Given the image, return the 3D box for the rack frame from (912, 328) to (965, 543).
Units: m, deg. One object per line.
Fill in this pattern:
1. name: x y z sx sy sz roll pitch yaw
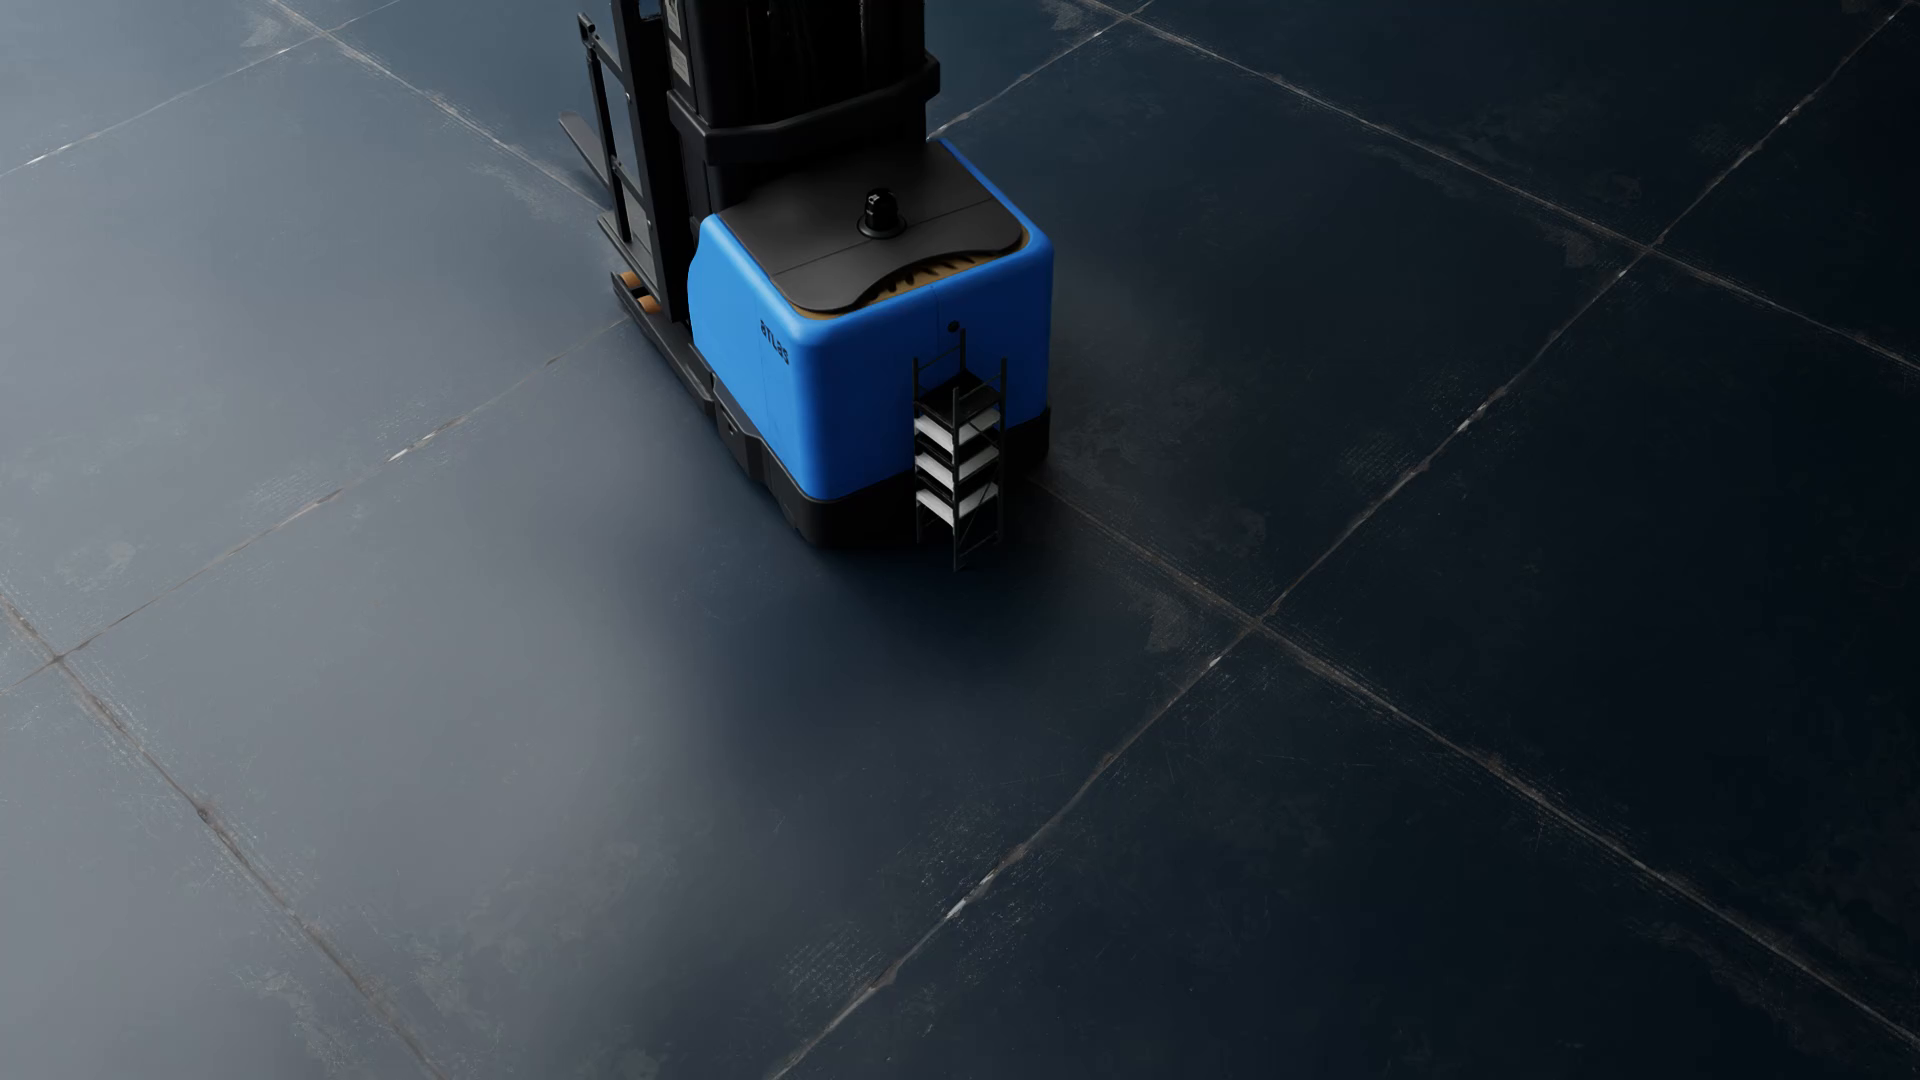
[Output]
1. rack frame: -0.071 -0.357 5.968 0.240 0.900 0.006 -34 56 -28

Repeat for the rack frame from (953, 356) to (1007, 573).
1. rack frame: 0.068 -0.249 5.866 0.240 0.900 0.006 -34 56 -28

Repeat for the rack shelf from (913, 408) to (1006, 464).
1. rack shelf: -0.001 -0.403 5.810 0.258 0.077 0.200 -34 56 -28

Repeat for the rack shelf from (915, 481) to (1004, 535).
1. rack shelf: -0.001 -0.157 6.072 0.258 0.077 0.200 -34 56 -28

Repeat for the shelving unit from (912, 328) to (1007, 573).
1. shelving unit: -0.001 -0.303 5.917 0.258 0.900 0.210 -34 56 -28

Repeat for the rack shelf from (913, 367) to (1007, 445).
1. rack shelf: -0.001 -0.465 5.744 0.258 0.077 0.200 -34 56 -28

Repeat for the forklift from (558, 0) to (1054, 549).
1. forklift: -0.838 -2.037 6.152 1.130 2.935 3.031 -23 51 -20

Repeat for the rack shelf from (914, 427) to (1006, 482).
1. rack shelf: -0.001 -0.342 5.875 0.258 0.077 0.200 -34 56 -28

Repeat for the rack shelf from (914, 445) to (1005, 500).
1. rack shelf: -0.001 -0.280 5.941 0.258 0.077 0.200 -34 56 -28

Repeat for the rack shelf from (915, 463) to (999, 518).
1. rack shelf: -0.001 -0.219 6.007 0.258 0.077 0.200 -34 56 -28
